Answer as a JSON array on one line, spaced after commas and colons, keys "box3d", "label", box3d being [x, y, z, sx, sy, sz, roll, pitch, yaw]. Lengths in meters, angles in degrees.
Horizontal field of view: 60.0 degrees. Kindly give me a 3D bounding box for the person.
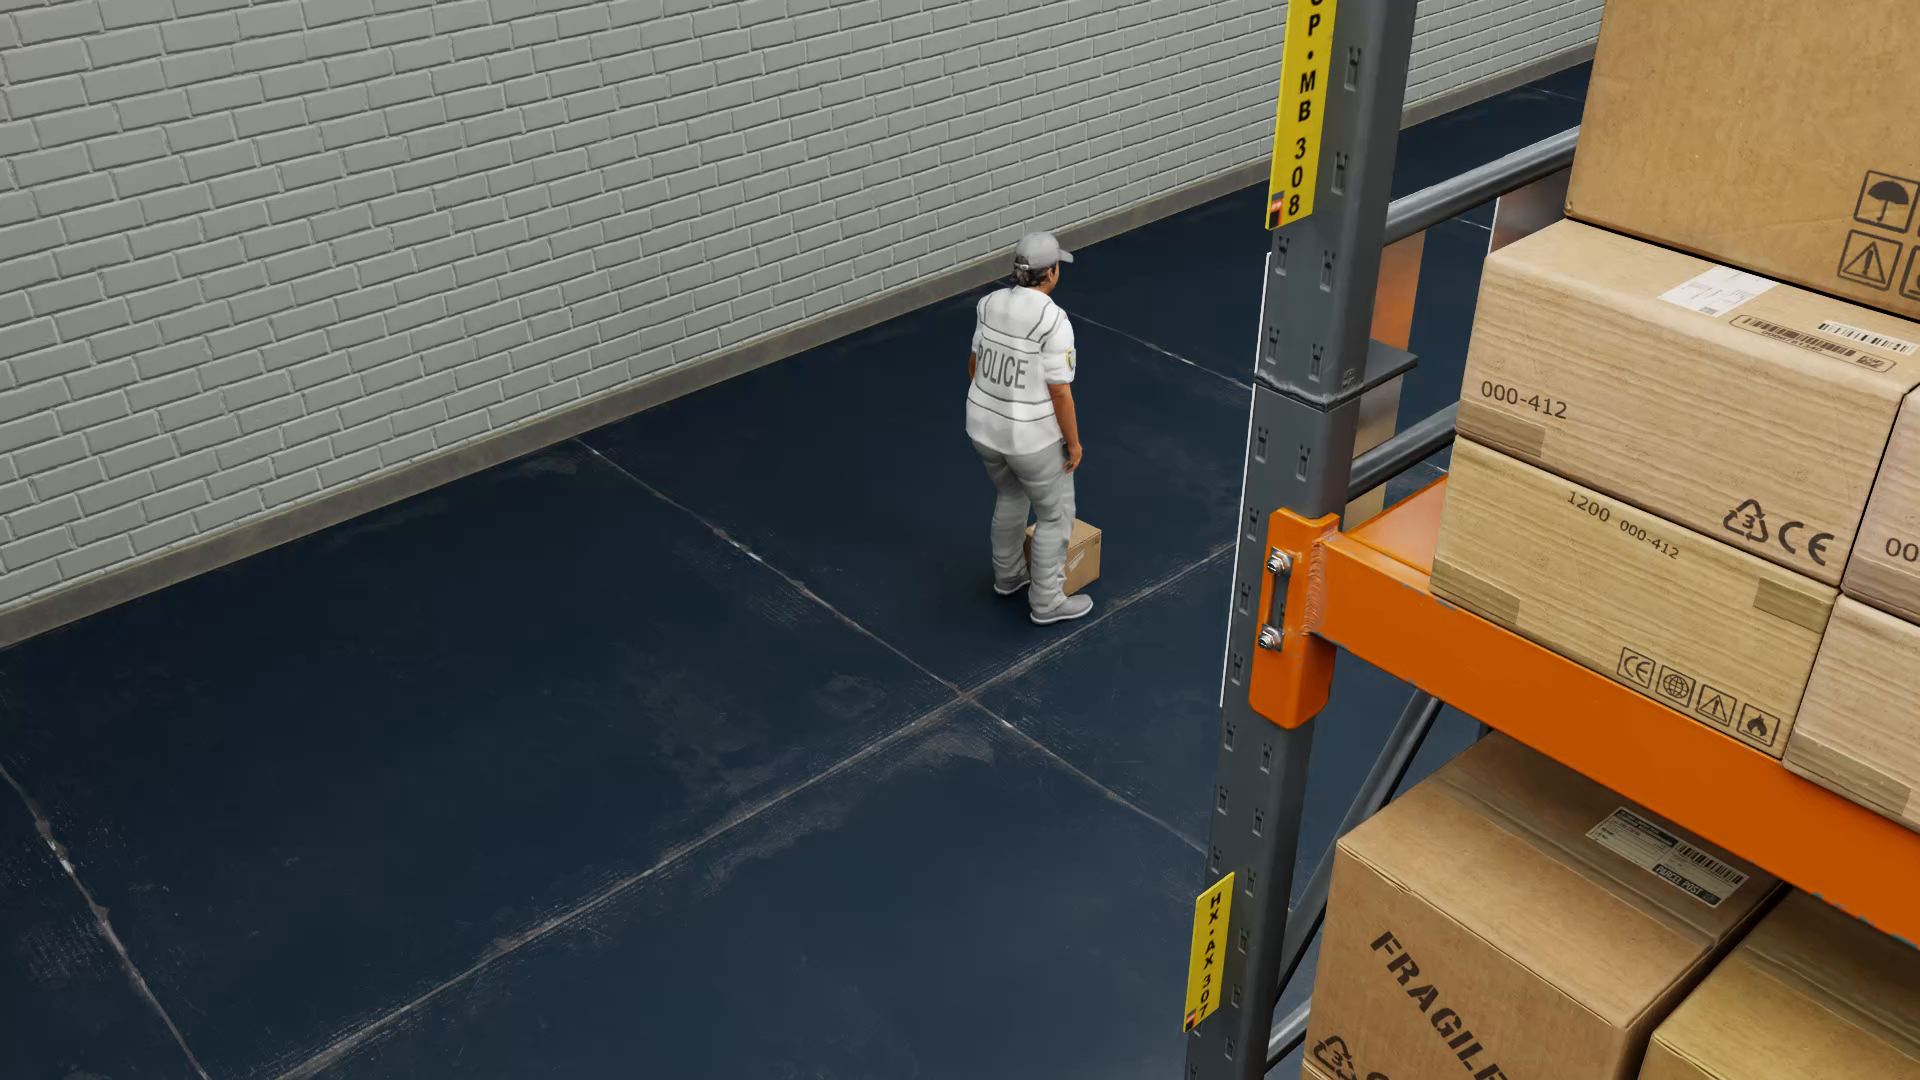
[{"box3d": [0.292, -0.454, 6.858, 0.563, 1.666, 0.469, 27, 41, 36], "label": "person"}]
